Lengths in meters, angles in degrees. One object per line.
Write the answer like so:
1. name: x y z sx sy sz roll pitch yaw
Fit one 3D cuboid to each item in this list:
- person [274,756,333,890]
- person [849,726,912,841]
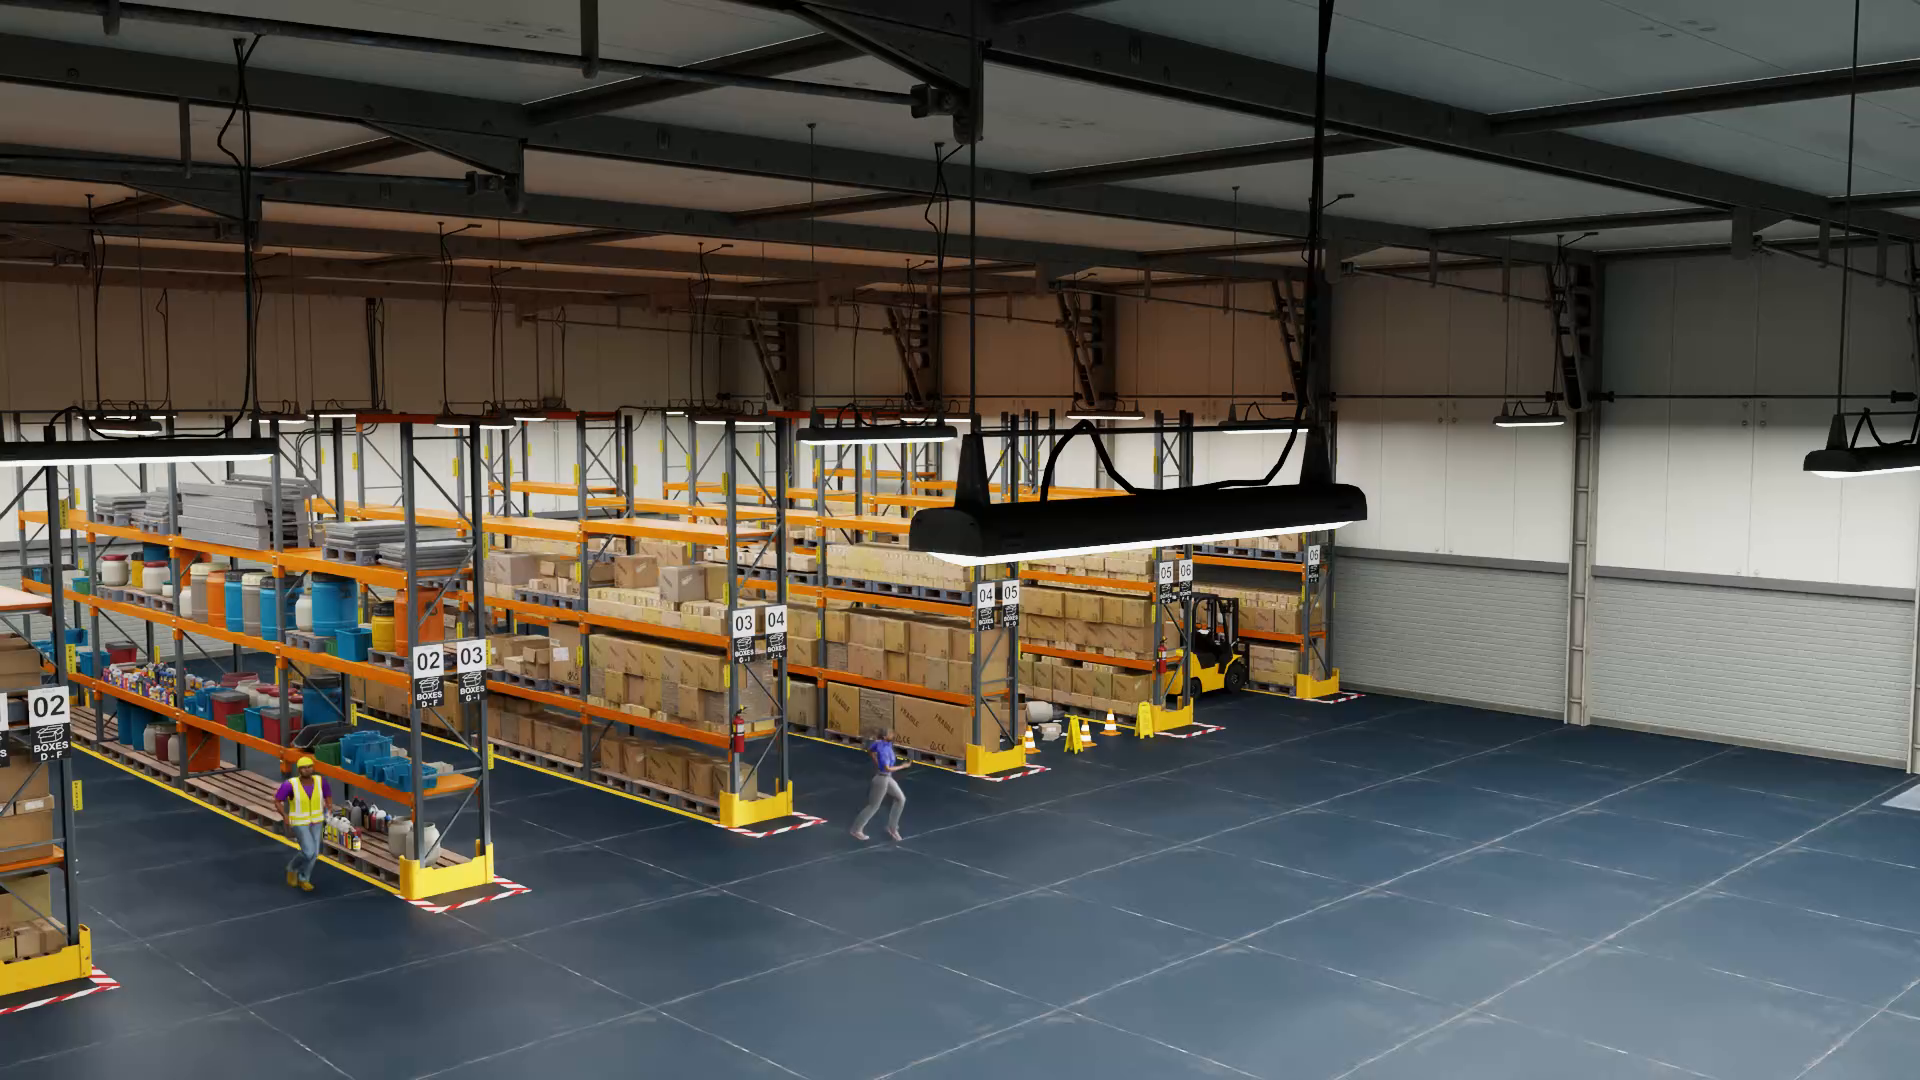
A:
1. person: -8.313 3.621 21.239 0.591 1.729 0.680 5 7 44
2. person: -1.120 3.465 23.604 0.880 1.693 0.584 0 5 3
